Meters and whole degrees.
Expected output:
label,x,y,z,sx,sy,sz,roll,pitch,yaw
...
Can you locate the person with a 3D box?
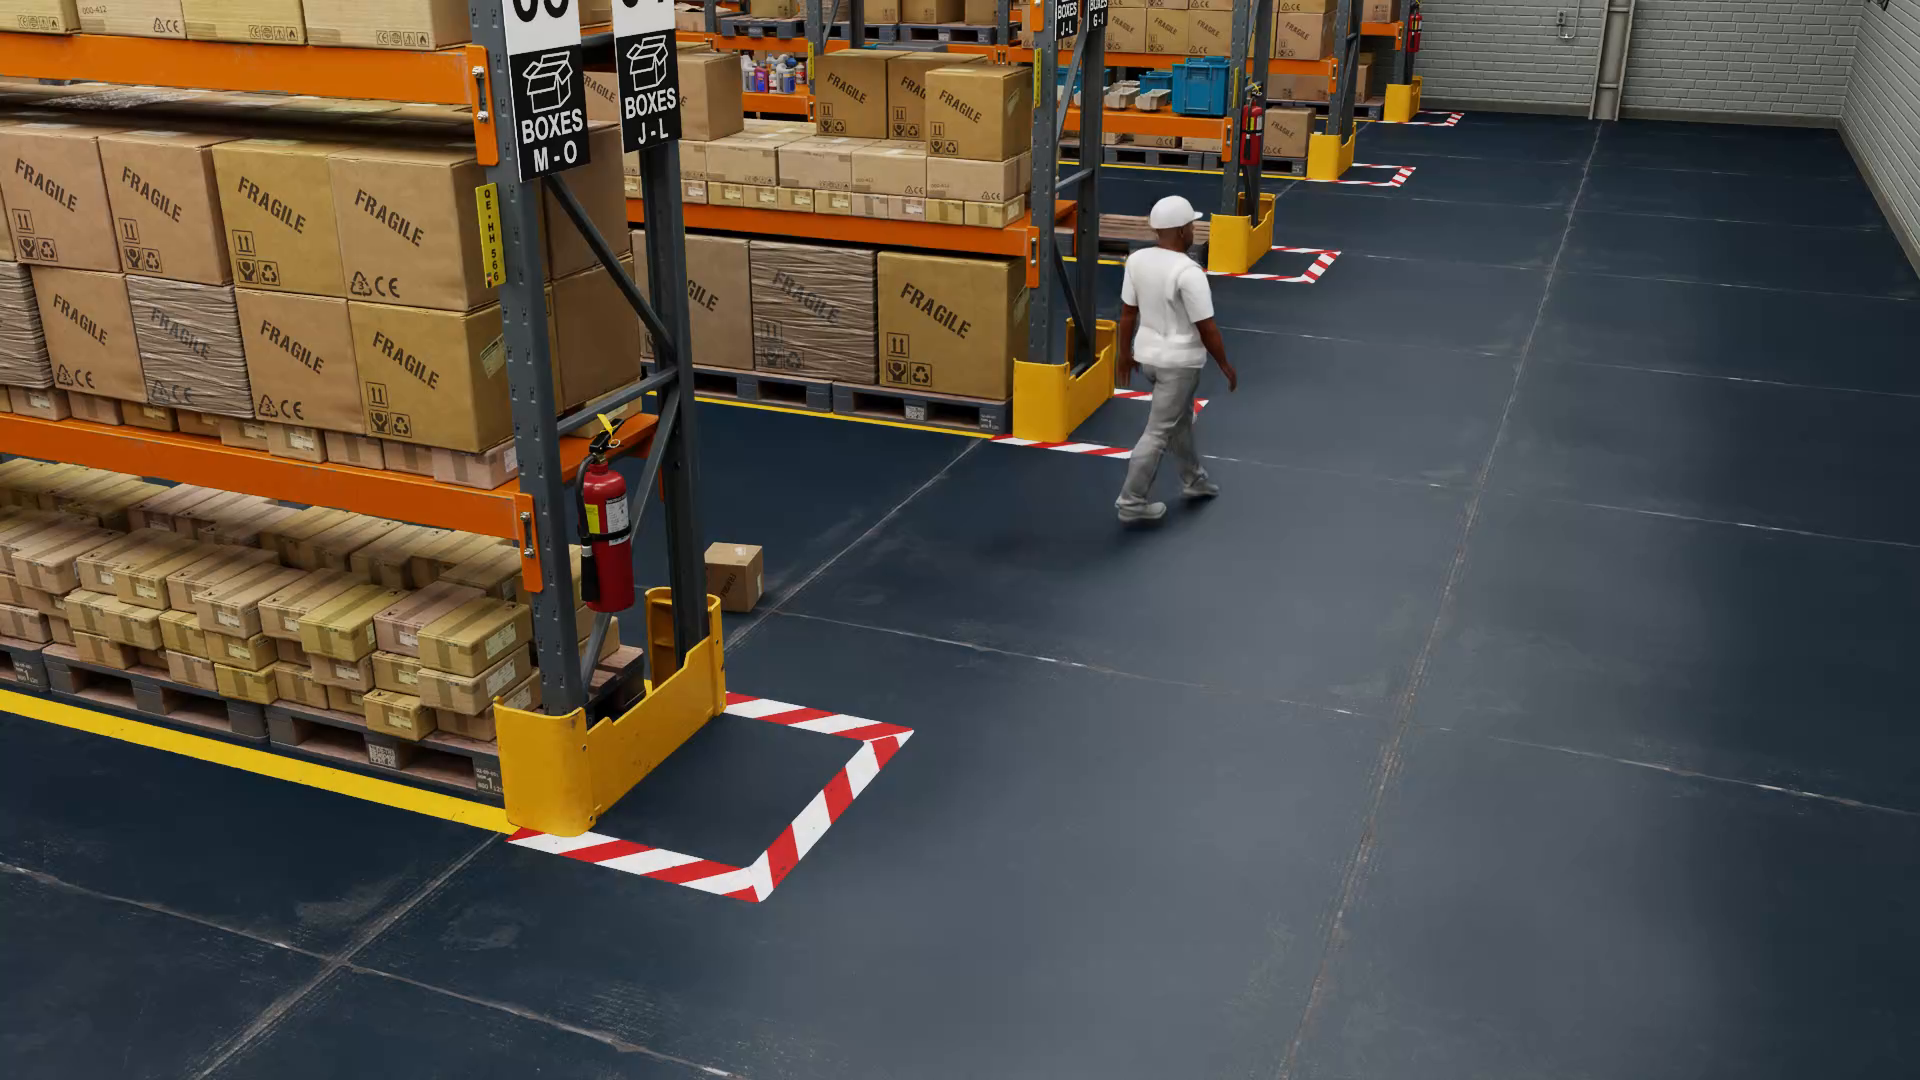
label,x,y,z,sx,sy,sz,roll,pitch,yaw
person,1.203,-0.965,8.912,0.854,1.766,0.614,-13,25,-28
